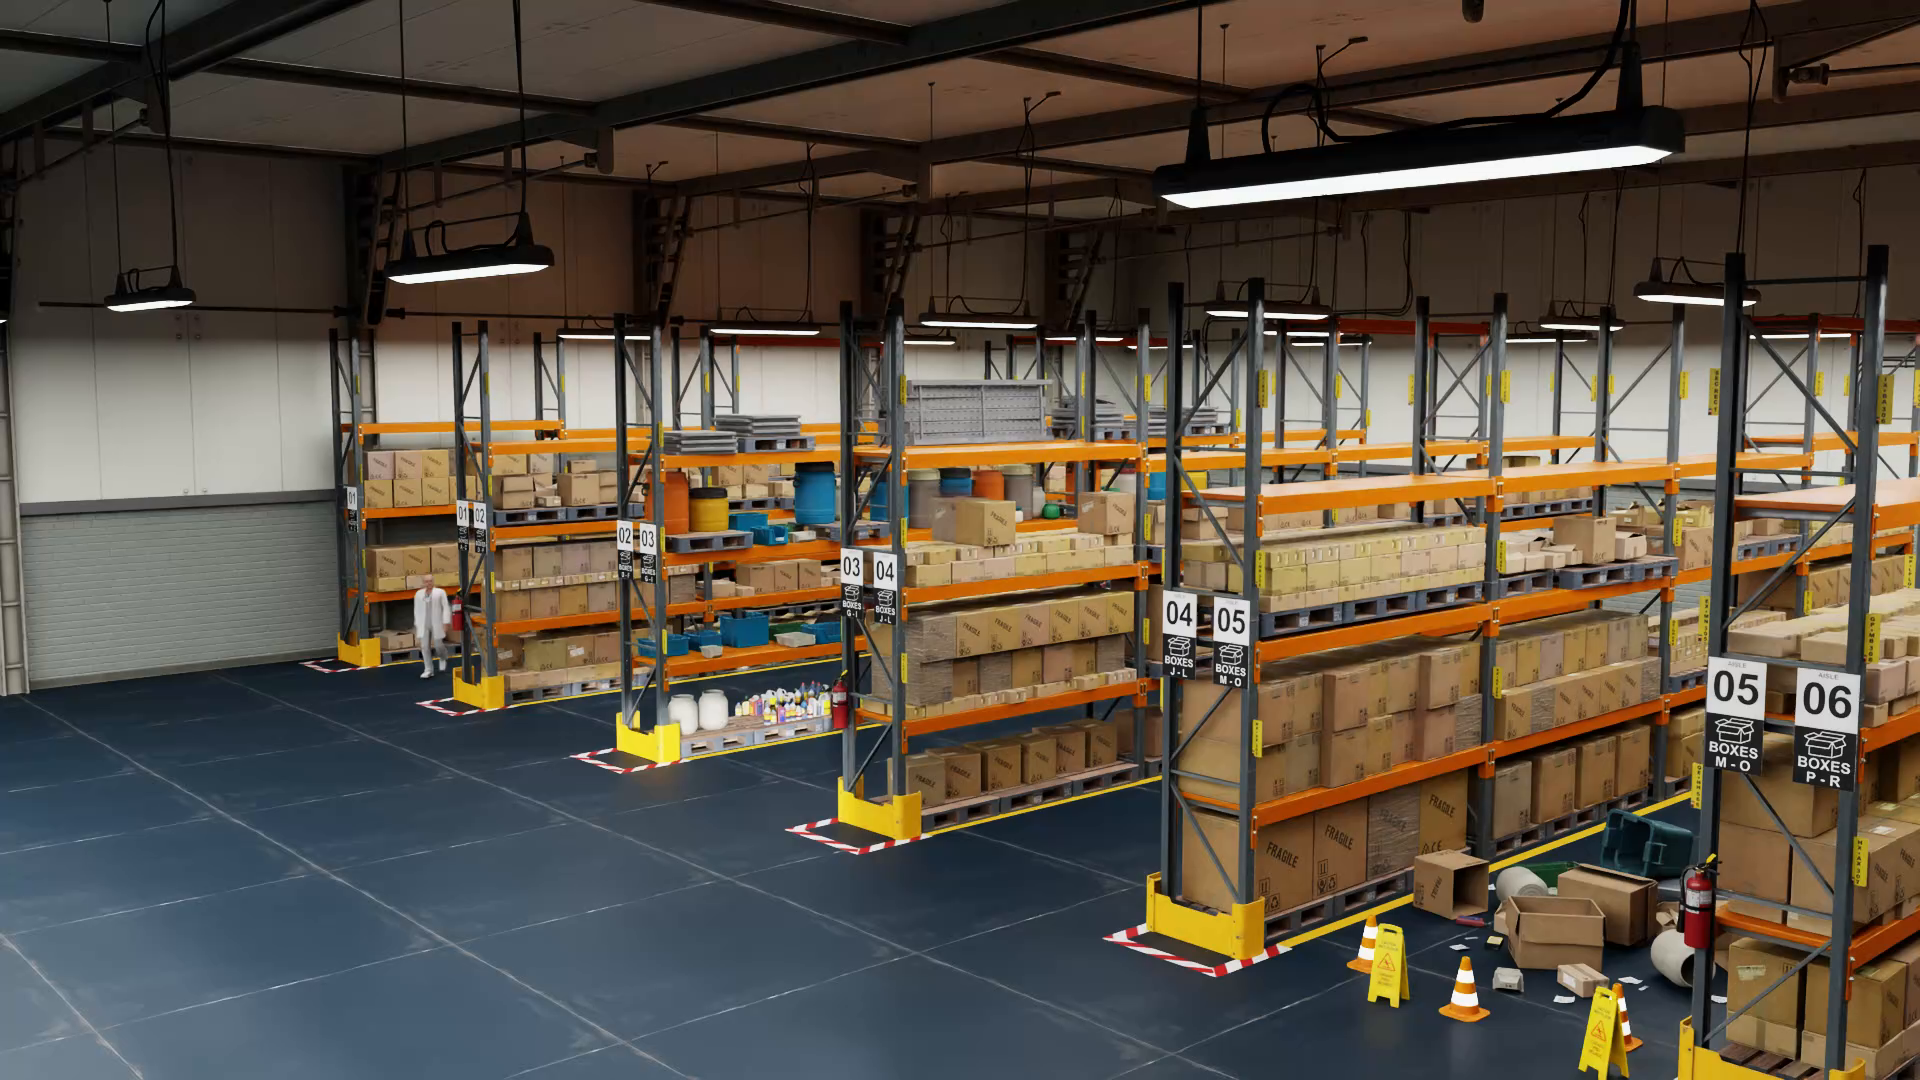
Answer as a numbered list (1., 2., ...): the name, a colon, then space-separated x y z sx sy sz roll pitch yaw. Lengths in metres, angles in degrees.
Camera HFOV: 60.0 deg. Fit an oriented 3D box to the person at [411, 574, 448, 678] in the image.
1. person: -9.064 1.452 28.449 0.572 1.767 0.610 0 6 1
